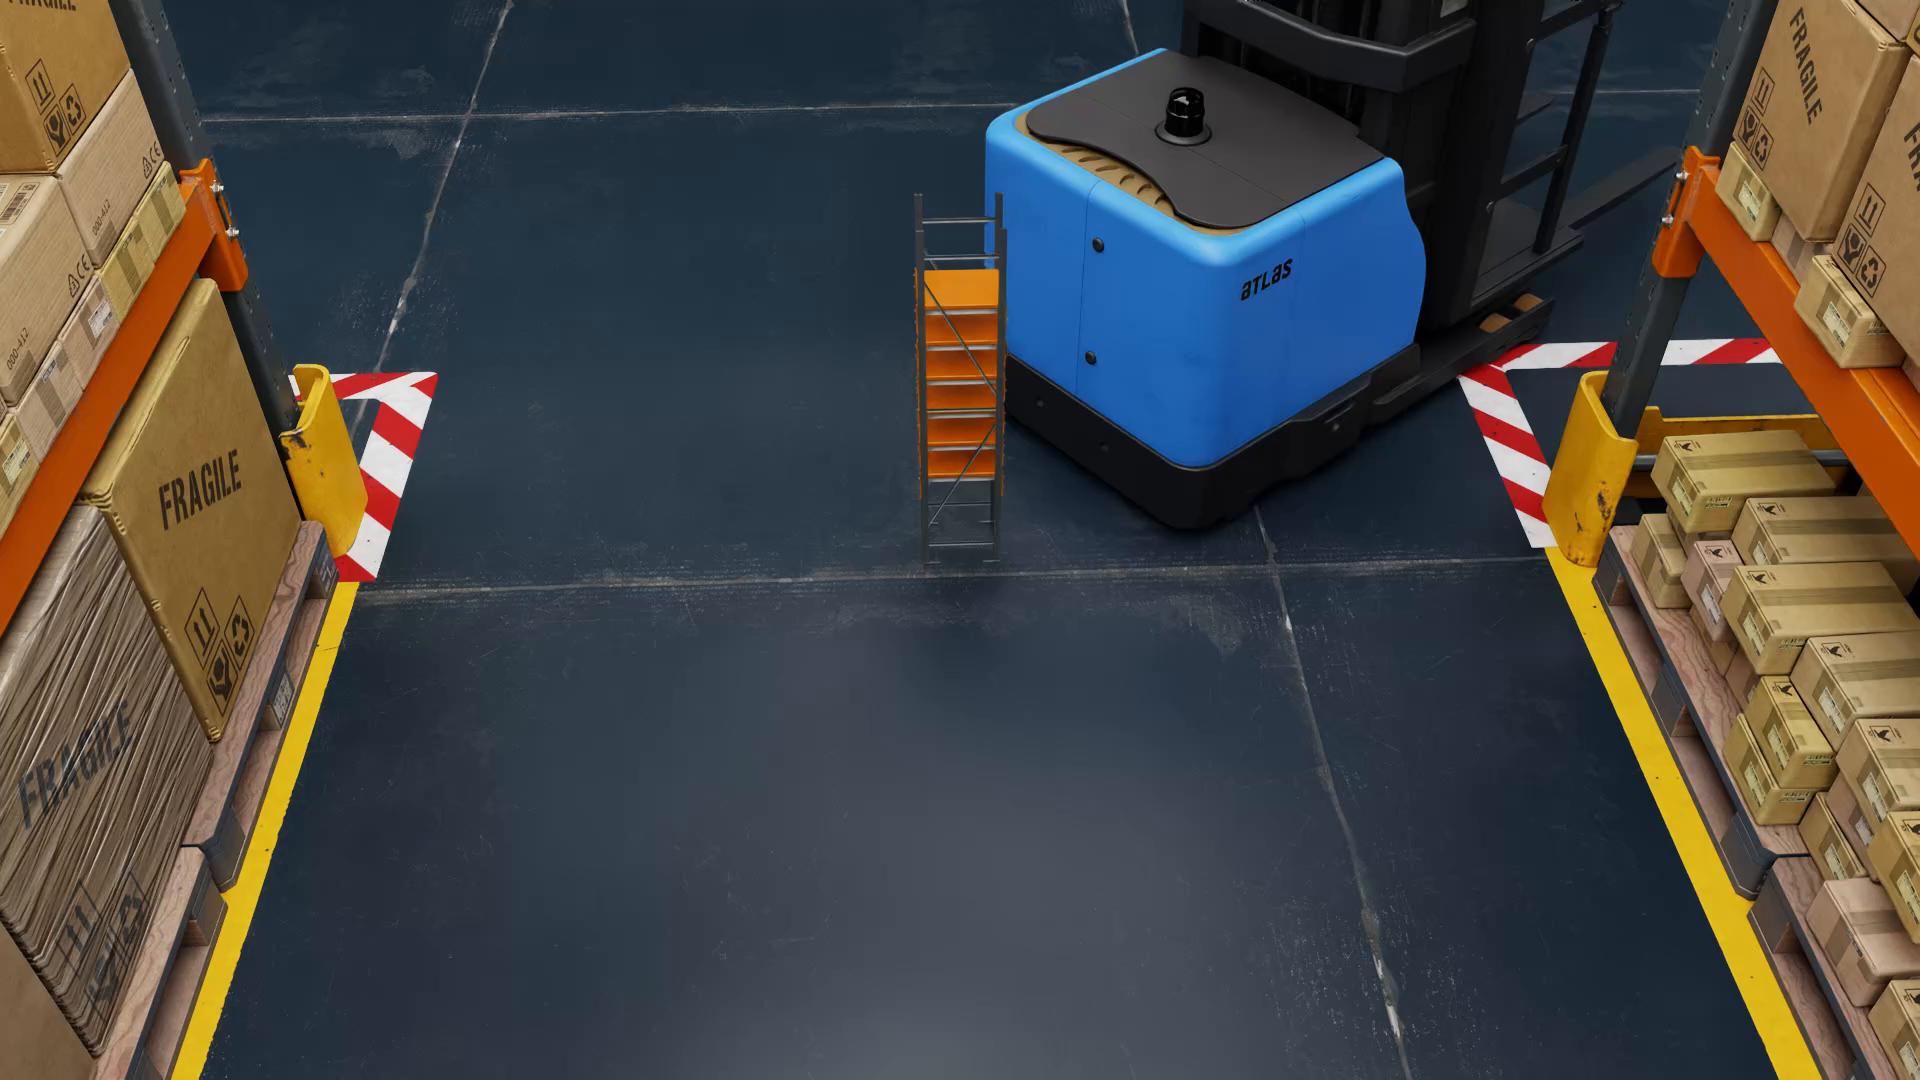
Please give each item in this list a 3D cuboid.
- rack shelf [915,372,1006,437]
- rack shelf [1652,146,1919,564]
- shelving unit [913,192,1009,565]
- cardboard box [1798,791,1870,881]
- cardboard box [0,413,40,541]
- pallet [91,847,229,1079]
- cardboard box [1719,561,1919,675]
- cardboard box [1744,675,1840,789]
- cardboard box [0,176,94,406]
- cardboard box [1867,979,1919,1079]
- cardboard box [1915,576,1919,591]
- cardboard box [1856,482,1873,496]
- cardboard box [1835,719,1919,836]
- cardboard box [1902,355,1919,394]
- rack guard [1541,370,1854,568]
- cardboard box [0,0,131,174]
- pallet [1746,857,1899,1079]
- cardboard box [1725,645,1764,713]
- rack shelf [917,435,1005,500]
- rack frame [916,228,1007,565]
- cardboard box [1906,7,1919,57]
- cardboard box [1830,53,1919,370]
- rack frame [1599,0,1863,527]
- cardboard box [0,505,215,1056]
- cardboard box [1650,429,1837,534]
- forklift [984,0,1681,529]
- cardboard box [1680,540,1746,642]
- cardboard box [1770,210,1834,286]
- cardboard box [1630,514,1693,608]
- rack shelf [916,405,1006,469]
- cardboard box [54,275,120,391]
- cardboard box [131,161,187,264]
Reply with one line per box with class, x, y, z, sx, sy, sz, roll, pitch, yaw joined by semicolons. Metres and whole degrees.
rack shelf;0.001;-0.400;4.864;0.258;0.103;0.180;-2;43;-2
rack shelf;2.547;0.413;3.112;1.077;0.370;4.000;-2;43;-2
shelving unit;0.001;-0.433;4.834;0.258;1.200;0.189;-2;43;-2
cardboard box;2.282;0.743;4.018;0.380;0.149;0.250;-2;43;-2
cardboard box;-2.109;-0.115;3.342;0.380;0.149;0.250;-3;43;-3
pallet;-2.337;1.259;3.721;1.003;0.211;1.213;-2;43;-2
cardboard box;2.159;0.194;4.177;0.380;0.149;0.250;-2;43;-2
cardboard box;2.184;0.470;4.096;0.380;0.149;0.250;0;43;0
cardboard box;-2.191;-0.521;3.489;0.500;0.250;0.500;-2;43;-3
cardboard box;2.243;1.100;3.629;0.380;0.149;0.250;-2;43;-2
cardboard box;2.691;-0.004;4.394;0.380;0.149;0.250;-1;43;-1
cardboard box;2.769;-0.068;4.683;0.380;0.149;0.250;-3;43;-3
cardboard box;2.255;0.547;3.792;0.380;0.149;0.250;0;43;0
cardboard box;2.306;-0.357;3.605;0.380;0.149;0.250;0;43;0
rack guard;2.465;-0.230;5.131;1.175;0.500;0.348;-2;43;-2
cardboard box;-2.215;-1.138;3.607;0.500;0.500;0.500;-1;43;-1
pallet;2.513;1.248;3.733;1.003;0.211;1.213;-2;43;-2
cardboard box;2.275;0.398;4.395;0.380;0.149;0.250;-1;43;-1
rack shelf;0.001;-0.223;5.026;0.258;0.103;0.180;-2;43;-2
rack frame;0.005;-0.371;4.767;0.240;1.200;0.006;-2;43;-2
cardboard box;2.244;-1.066;3.160;0.500;0.500;0.500;-1;43;-1
cardboard box;2.253;-0.677;3.475;0.500;0.500;0.500;-2;43;-2
rack frame;2.462;-1.203;4.342;1.000;3.000;0.127;-2;43;-2
cardboard box;-2.352;0.544;3.698;0.875;0.875;0.875;-2;43;-2
cardboard box;2.145;-0.162;4.566;0.380;0.149;0.250;-3;43;-4
forklift;1.512;-1.964;5.224;3.031;2.935;1.130;-30;50;-29
cardboard box;2.183;0.131;4.466;0.380;0.149;0.250;-2;43;-2
cardboard box;2.200;-0.711;3.992;0.380;0.149;0.250;0;43;0
cardboard box;2.164;0.056;4.768;0.380;0.149;0.250;-1;43;-1
rack shelf;0.001;-0.311;4.945;0.258;0.103;0.180;-2;43;-2
cardboard box;-2.131;-0.459;3.717;0.380;0.149;0.250;-2;43;-2
cardboard box;-2.154;-0.805;4.094;0.380;0.149;0.250;-1;43;-1
